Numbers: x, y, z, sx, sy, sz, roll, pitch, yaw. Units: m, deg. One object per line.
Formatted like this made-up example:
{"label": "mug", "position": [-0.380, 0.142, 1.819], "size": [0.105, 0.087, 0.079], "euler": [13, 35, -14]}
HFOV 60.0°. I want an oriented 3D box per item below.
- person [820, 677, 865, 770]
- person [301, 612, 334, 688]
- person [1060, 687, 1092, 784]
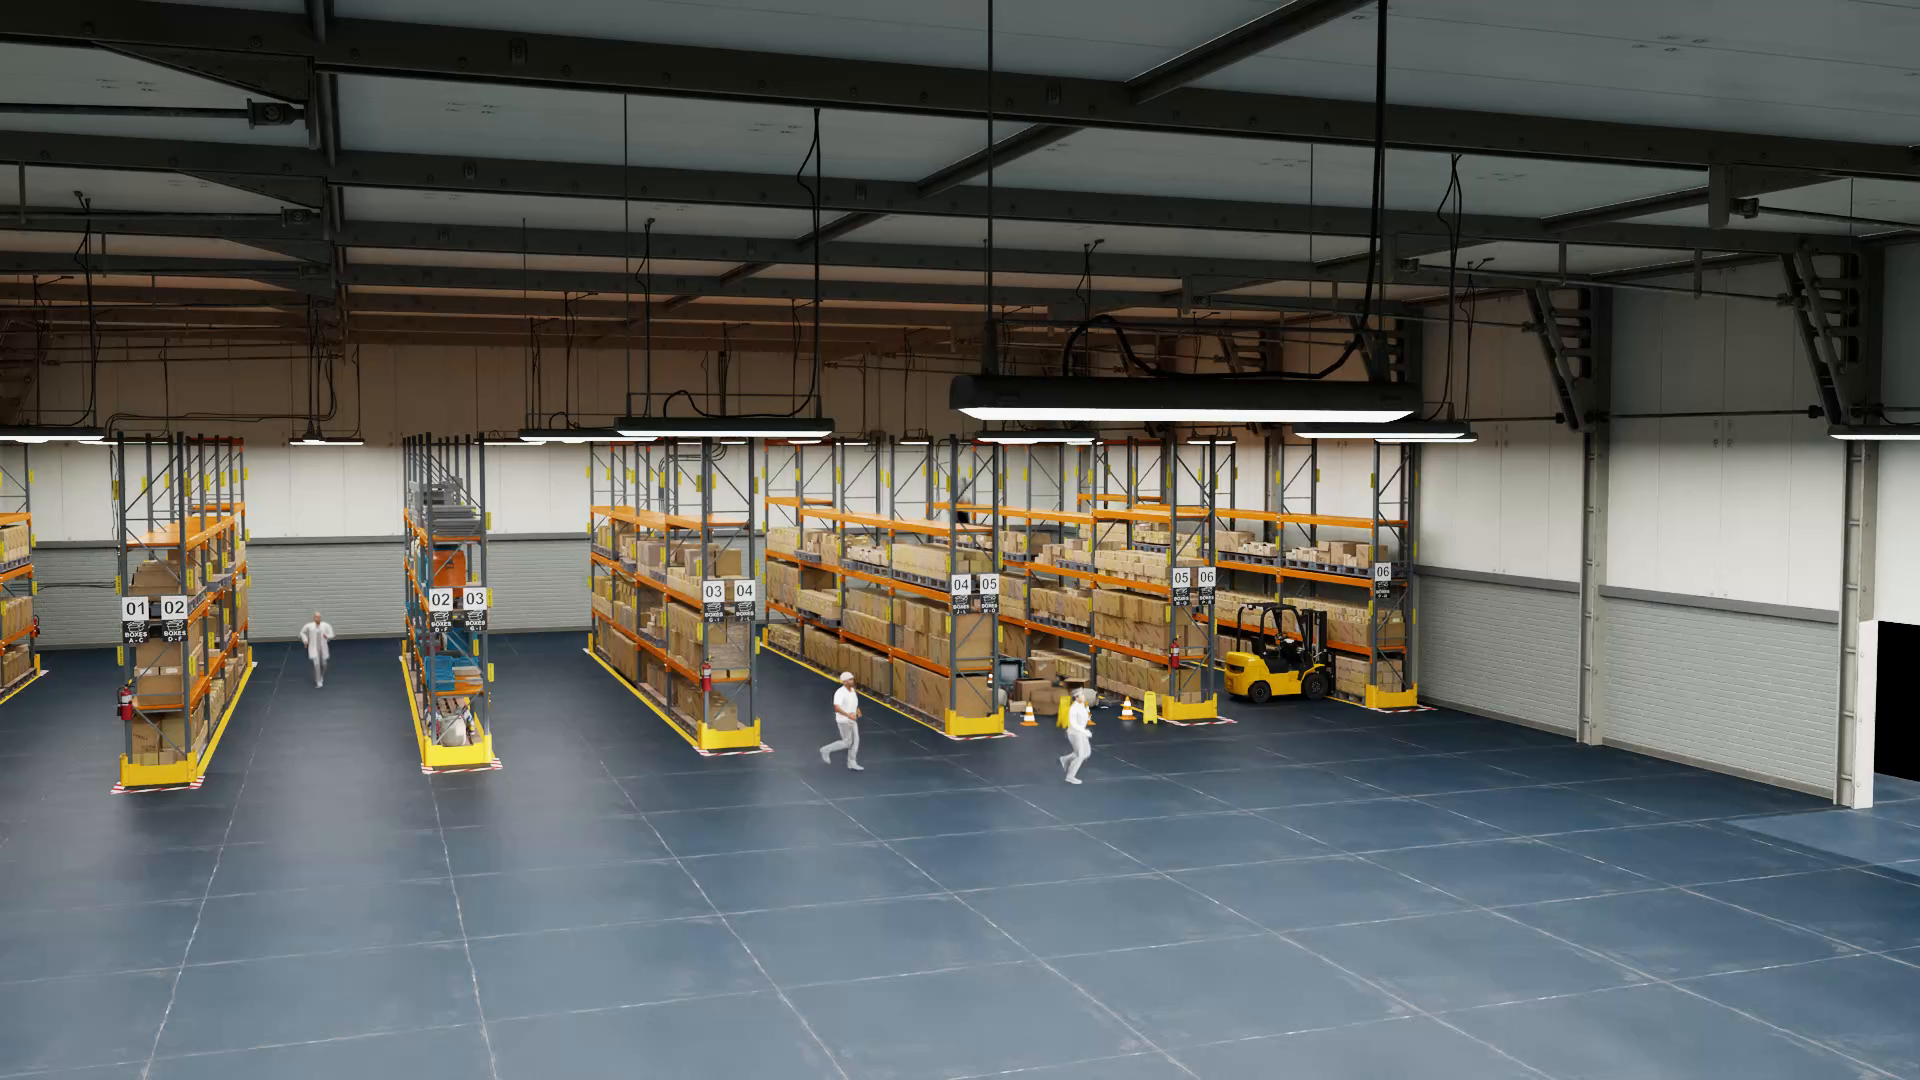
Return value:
{"label": "person", "position": [-2.070, 3.299, 29.651], "size": [0.782, 1.593, 0.706], "euler": [1, 3, 18]}
{"label": "person", "position": [-15.375, 2.609, 39.825], "size": [0.704, 1.754, 1.054], "euler": [-2, 4, -31]}
{"label": "person", "position": [2.010, 3.326, 28.438], "size": [0.594, 1.661, 0.637], "euler": [1, 3, 22]}
